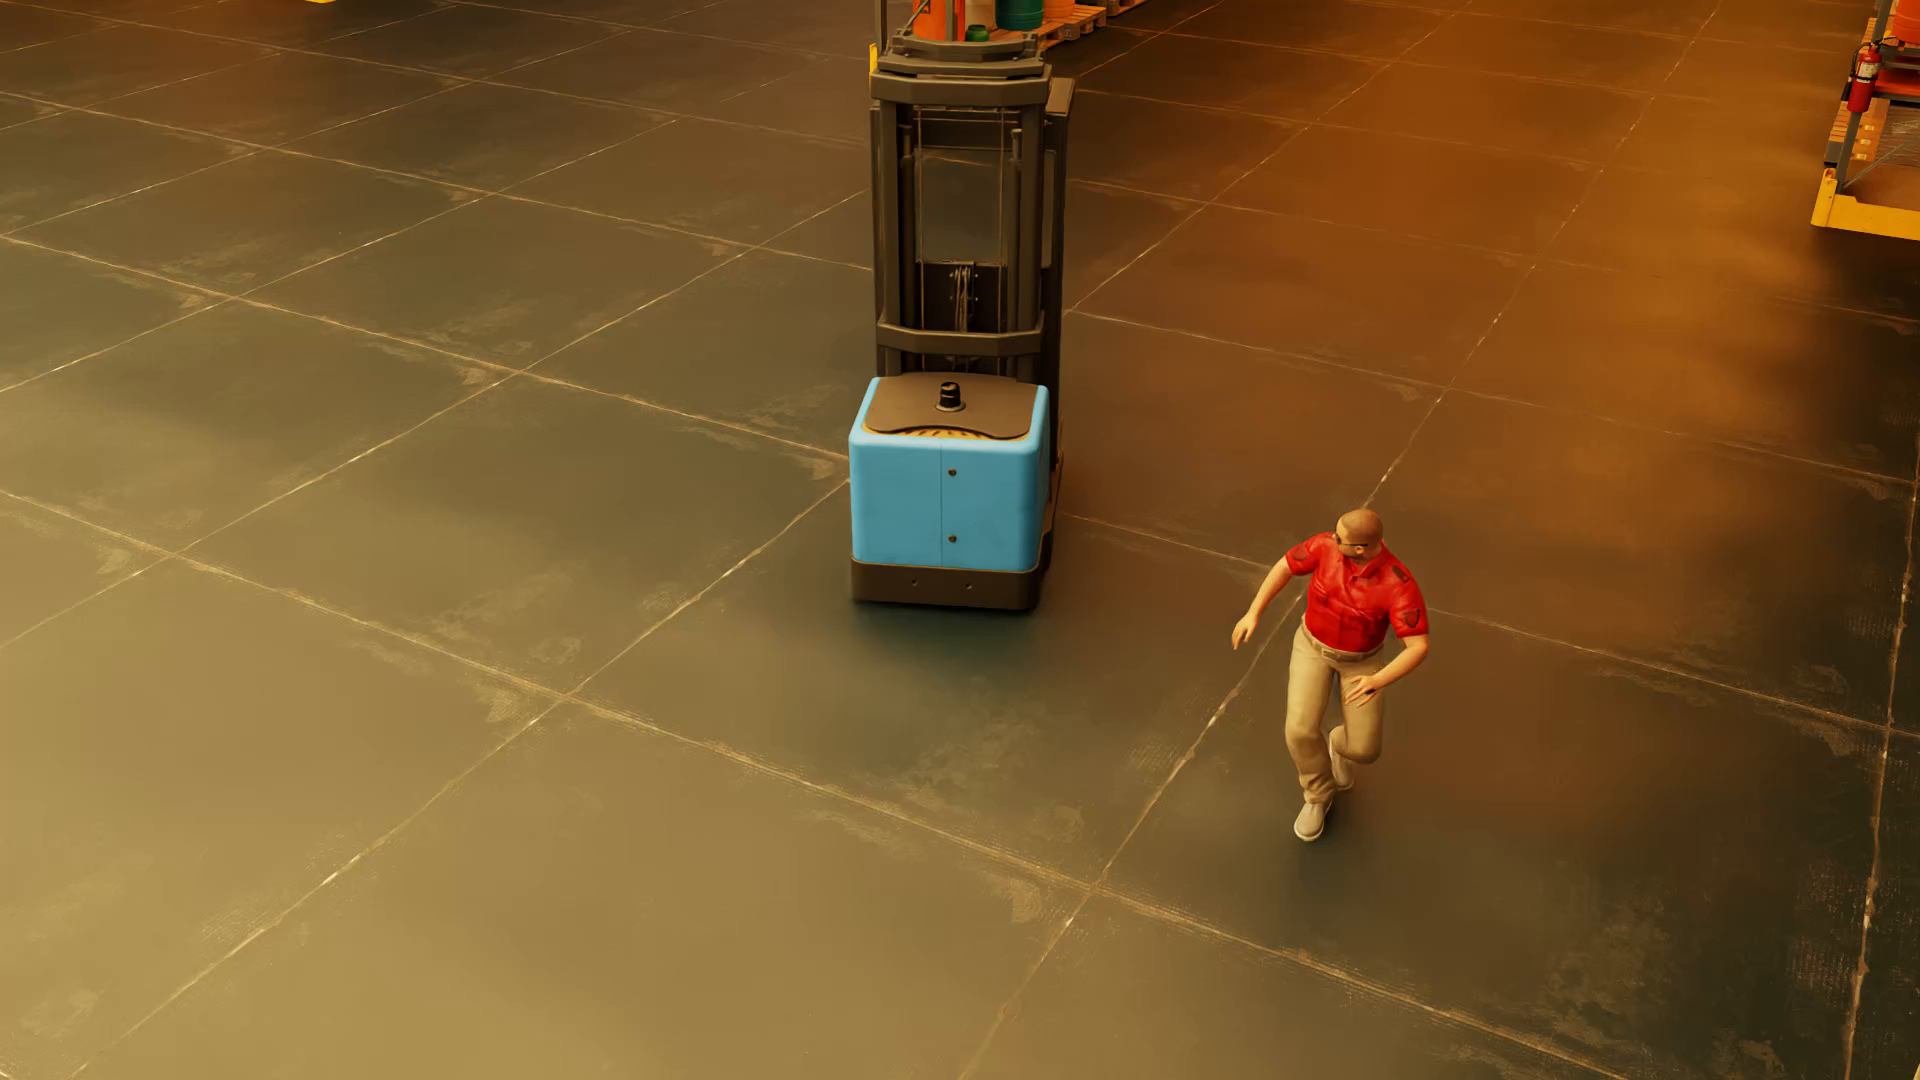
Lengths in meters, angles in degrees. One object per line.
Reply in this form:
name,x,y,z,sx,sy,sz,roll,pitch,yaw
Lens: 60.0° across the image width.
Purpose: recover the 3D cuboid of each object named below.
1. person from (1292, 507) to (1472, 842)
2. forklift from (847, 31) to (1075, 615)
person,1.834,0.597,7.292,0.740,1.692,0.510,24,38,36
forklift,0.072,-1.572,9.794,1.130,2.935,3.031,3,30,6
